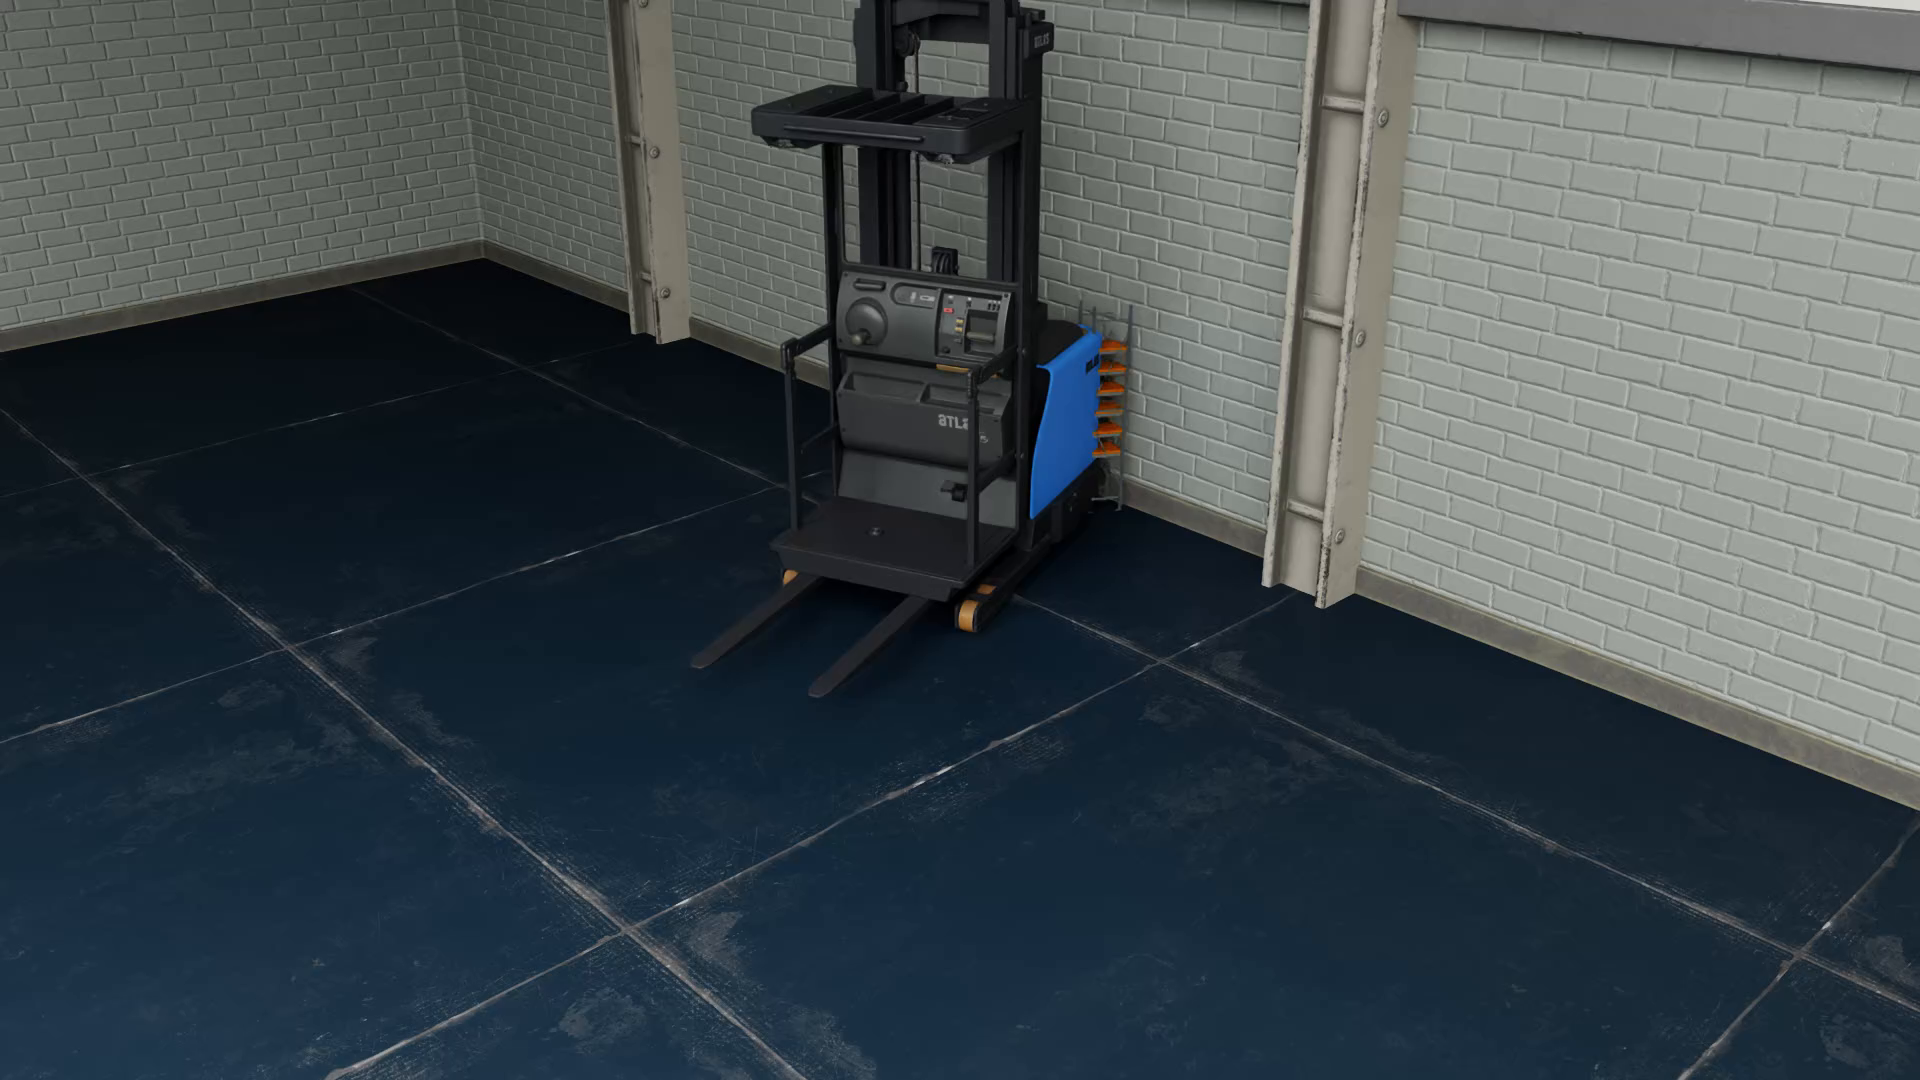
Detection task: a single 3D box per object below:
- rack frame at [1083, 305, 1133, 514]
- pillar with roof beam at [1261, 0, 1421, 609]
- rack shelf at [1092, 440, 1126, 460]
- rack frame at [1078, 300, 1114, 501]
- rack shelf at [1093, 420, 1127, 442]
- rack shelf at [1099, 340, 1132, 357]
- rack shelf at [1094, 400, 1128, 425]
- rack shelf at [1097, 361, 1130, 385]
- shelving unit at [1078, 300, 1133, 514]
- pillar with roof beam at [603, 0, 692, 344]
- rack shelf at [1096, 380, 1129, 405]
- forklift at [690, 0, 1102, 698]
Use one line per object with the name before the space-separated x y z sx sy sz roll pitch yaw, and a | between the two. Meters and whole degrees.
rack frame | 0.831 -0.726 9.364 0.240 1.200 0.006 -6 21 -19
pillar with roof beam | -1.314 -2.624 4.161 9.100 9.000 0.400 -21 32 -38
rack shelf | 0.793 -0.488 9.541 0.258 0.103 0.180 -6 21 -19
rack frame | 0.768 -0.786 9.525 0.240 1.200 0.006 -6 21 -19
rack shelf | 0.796 -0.601 9.501 0.258 0.103 0.180 -6 21 -19
rack shelf | 0.806 -1.053 9.338 0.258 0.103 0.180 -6 21 -19
rack shelf | 0.798 -0.714 9.460 0.258 0.103 0.180 -6 21 -19
rack shelf | 0.804 -0.940 9.378 0.258 0.103 0.180 -6 21 -19
shelving unit | 0.799 -0.756 9.445 0.258 1.200 0.189 -6 21 -19
pillar with roof beam | -5.415 -4.442 8.145 9.100 9.000 0.400 -21 32 -38
rack shelf | 0.801 -0.827 9.419 0.258 0.103 0.180 -6 21 -19
forklift | -0.274 -1.077 8.079 1.130 2.935 3.031 11 27 23
